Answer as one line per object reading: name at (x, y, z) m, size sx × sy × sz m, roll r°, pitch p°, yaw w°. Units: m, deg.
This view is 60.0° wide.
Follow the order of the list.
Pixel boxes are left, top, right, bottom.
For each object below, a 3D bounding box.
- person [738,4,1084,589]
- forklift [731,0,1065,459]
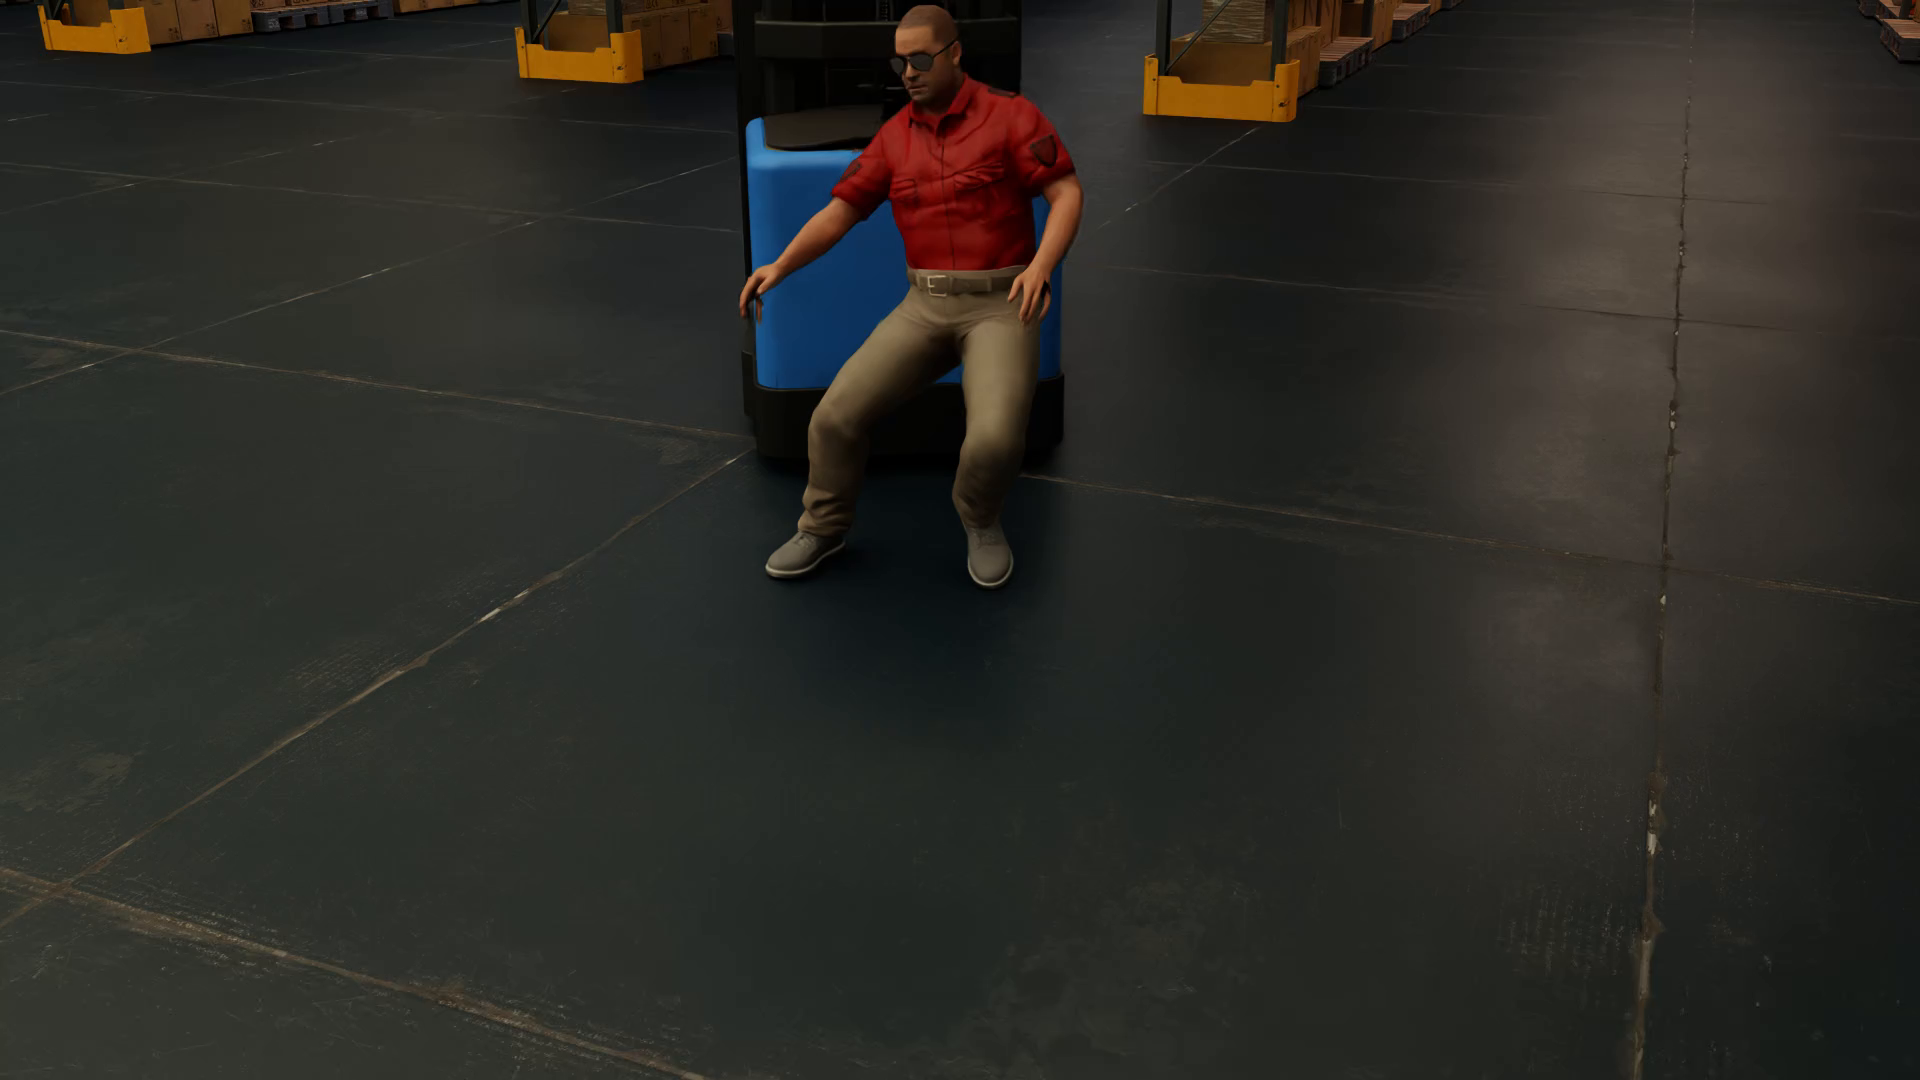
person at (-0.107, -0.619, 4.523) m, size 0.856 × 1.572 × 0.667 m, roll 11°, pitch 25°, yaw 25°
forklift at (-0.343, -2.155, 6.448) m, size 1.130 × 2.935 × 3.031 m, roll -3°, pitch 23°, yaw -7°
